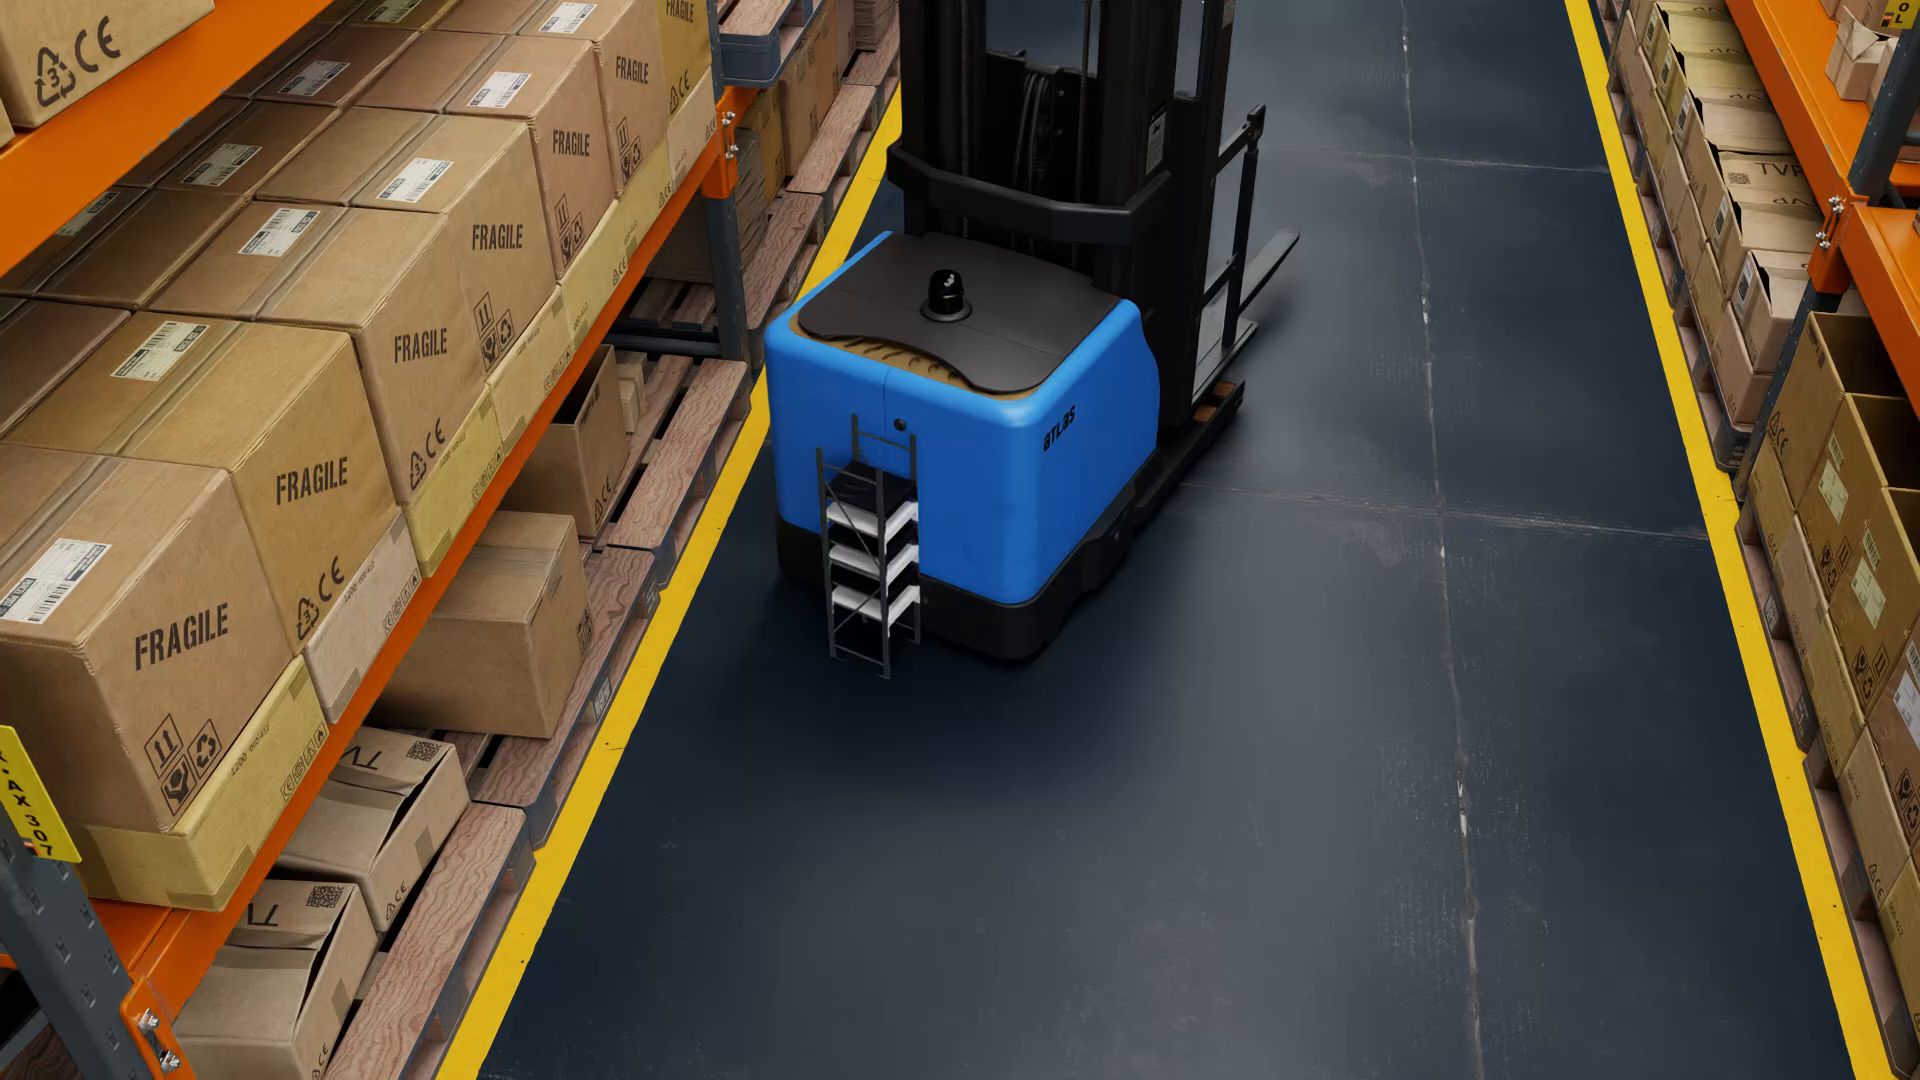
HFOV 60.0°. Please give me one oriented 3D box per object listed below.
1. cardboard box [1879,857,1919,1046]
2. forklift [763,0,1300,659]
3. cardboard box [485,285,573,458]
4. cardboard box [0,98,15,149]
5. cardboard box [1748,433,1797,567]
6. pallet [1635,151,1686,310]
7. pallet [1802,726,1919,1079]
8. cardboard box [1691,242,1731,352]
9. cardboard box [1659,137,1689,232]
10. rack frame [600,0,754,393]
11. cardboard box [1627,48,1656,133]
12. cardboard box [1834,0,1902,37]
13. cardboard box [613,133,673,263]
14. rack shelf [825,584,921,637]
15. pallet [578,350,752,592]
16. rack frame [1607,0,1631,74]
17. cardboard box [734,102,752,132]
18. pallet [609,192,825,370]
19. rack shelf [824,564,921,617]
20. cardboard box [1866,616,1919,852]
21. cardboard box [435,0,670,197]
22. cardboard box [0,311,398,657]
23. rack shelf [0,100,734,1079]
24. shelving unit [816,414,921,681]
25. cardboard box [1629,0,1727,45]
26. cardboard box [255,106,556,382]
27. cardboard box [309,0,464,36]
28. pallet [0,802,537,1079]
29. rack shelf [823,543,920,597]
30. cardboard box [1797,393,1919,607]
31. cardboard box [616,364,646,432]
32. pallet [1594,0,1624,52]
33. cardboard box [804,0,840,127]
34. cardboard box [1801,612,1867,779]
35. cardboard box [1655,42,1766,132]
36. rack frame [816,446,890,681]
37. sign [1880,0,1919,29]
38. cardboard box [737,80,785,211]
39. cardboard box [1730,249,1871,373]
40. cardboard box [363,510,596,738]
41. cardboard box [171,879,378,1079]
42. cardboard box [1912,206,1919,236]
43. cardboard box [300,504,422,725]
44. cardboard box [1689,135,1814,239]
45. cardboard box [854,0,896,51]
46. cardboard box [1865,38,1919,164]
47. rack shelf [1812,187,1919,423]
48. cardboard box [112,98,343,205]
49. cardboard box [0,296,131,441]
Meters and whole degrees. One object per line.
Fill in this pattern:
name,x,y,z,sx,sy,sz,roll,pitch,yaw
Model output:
cardboard box,2.772,1.132,4.356,0.500,0.250,0.500,6,40,8
forklift,0.511,-1.646,5.941,1.130,2.935,3.031,20,44,23
cardboard box,-1.412,-0.497,4.599,0.500,0.250,0.500,7,40,8
cardboard box,-1.765,-0.696,2.290,0.500,0.500,0.500,7,40,9
cardboard box,3.124,-0.123,5.873,0.500,0.250,0.500,6,40,8
pallet,3.801,-1.438,7.824,1.003,0.211,1.213,6,40,8
pallet,3.115,1.059,4.804,1.003,0.211,1.213,6,40,8
cardboard box,3.378,-0.990,6.922,0.500,0.250,0.500,6,40,7
cardboard box,3.556,-1.630,7.696,0.500,0.250,0.500,7,40,9
rack frame,-1.377,-1.822,6.100,1.000,3.000,0.127,6,40,8
cardboard box,3.729,-2.279,8.481,0.500,0.250,0.500,5,40,6
cardboard box,3.743,-2.128,6.391,0.500,0.500,0.500,9,40,11
cardboard box,-1.254,-1.130,5.364,0.500,0.250,0.500,7,40,8
rack shelf,-0.294,0.201,5.635,0.258,0.077,0.200,20,44,23
pallet,-1.458,-0.322,6.474,1.003,0.211,1.213,6,40,8
rack frame,4.195,-3.789,8.478,1.000,3.000,0.127,6,40,8
cardboard box,-1.193,-2.058,7.413,0.500,0.250,0.500,6,40,7
pallet,-1.243,-1.236,7.580,1.003,0.211,1.213,6,40,8
rack shelf,-0.294,0.132,5.578,0.258,0.077,0.200,20,44,23
cardboard box,2.857,0.529,4.496,0.500,0.500,0.500,6,40,8
cardboard box,-1.235,-1.416,5.123,0.500,0.500,0.500,6,40,7
cardboard box,-1.595,-0.126,3.562,0.500,0.500,0.500,7,40,8
rack shelf,-1.723,-0.290,4.811,1.077,0.370,4.000,6,40,8
shelving unit,-0.294,0.037,5.499,0.258,0.900,0.210,20,44,23
cardboard box,3.815,-2.811,8.684,0.500,0.311,0.500,8,40,9
cardboard box,-1.422,-0.775,4.347,0.500,0.500,0.500,8,40,9
cardboard box,-1.757,-1.465,5.181,0.500,0.500,0.500,6,40,7
pallet,-1.880,1.209,4.622,1.003,0.211,1.213,6,40,8
rack shelf,-0.294,0.063,5.520,0.258,0.077,0.200,20,44,23
cardboard box,3.036,-0.098,5.255,0.500,0.500,0.500,6,40,8
cardboard box,-1.440,-0.561,6.452,0.380,0.166,0.250,2,40,2
pallet,4.362,-3.178,9.929,1.003,0.211,1.213,6,40,8
cardboard box,-1.019,-2.456,8.483,0.700,0.500,0.500,6,40,7
cardboard box,2.941,0.504,5.115,0.500,0.250,0.500,6,40,8
cardboard box,3.642,-2.160,7.897,0.500,0.311,0.500,5,40,6
rack frame,-0.345,0.093,5.431,0.240,0.900,0.006,20,44,23
sign,2.967,-1.748,5.163,0.100,0.325,0.005,6,40,8
cardboard box,-1.226,-1.822,7.716,0.700,0.500,0.500,6,40,7
cardboard box,3.291,-0.882,6.351,0.500,0.311,0.500,6,40,8
cardboard box,-1.586,0.245,5.216,0.700,0.500,0.500,4,40,5
cardboard box,-1.860,1.131,4.293,0.500,0.311,0.500,2,40,3
cardboard box,3.432,-1.038,5.073,0.700,0.500,0.500,5,40,7
cardboard box,-1.596,0.140,3.829,0.500,0.250,0.500,5,40,6
cardboard box,3.463,-1.523,7.126,0.500,0.311,0.500,6,40,8
cardboard box,-0.758,-3.081,9.239,0.700,0.500,0.500,7,40,8
cardboard box,3.545,-1.534,5.869,0.500,0.250,0.500,9,40,10
rack shelf,3.157,0.254,4.153,1.077,0.370,4.000,6,40,8
cardboard box,-1.927,-0.826,4.408,0.500,0.500,0.500,7,40,8
cardboard box,-2.100,-0.185,3.633,0.500,0.500,0.500,7,40,8
